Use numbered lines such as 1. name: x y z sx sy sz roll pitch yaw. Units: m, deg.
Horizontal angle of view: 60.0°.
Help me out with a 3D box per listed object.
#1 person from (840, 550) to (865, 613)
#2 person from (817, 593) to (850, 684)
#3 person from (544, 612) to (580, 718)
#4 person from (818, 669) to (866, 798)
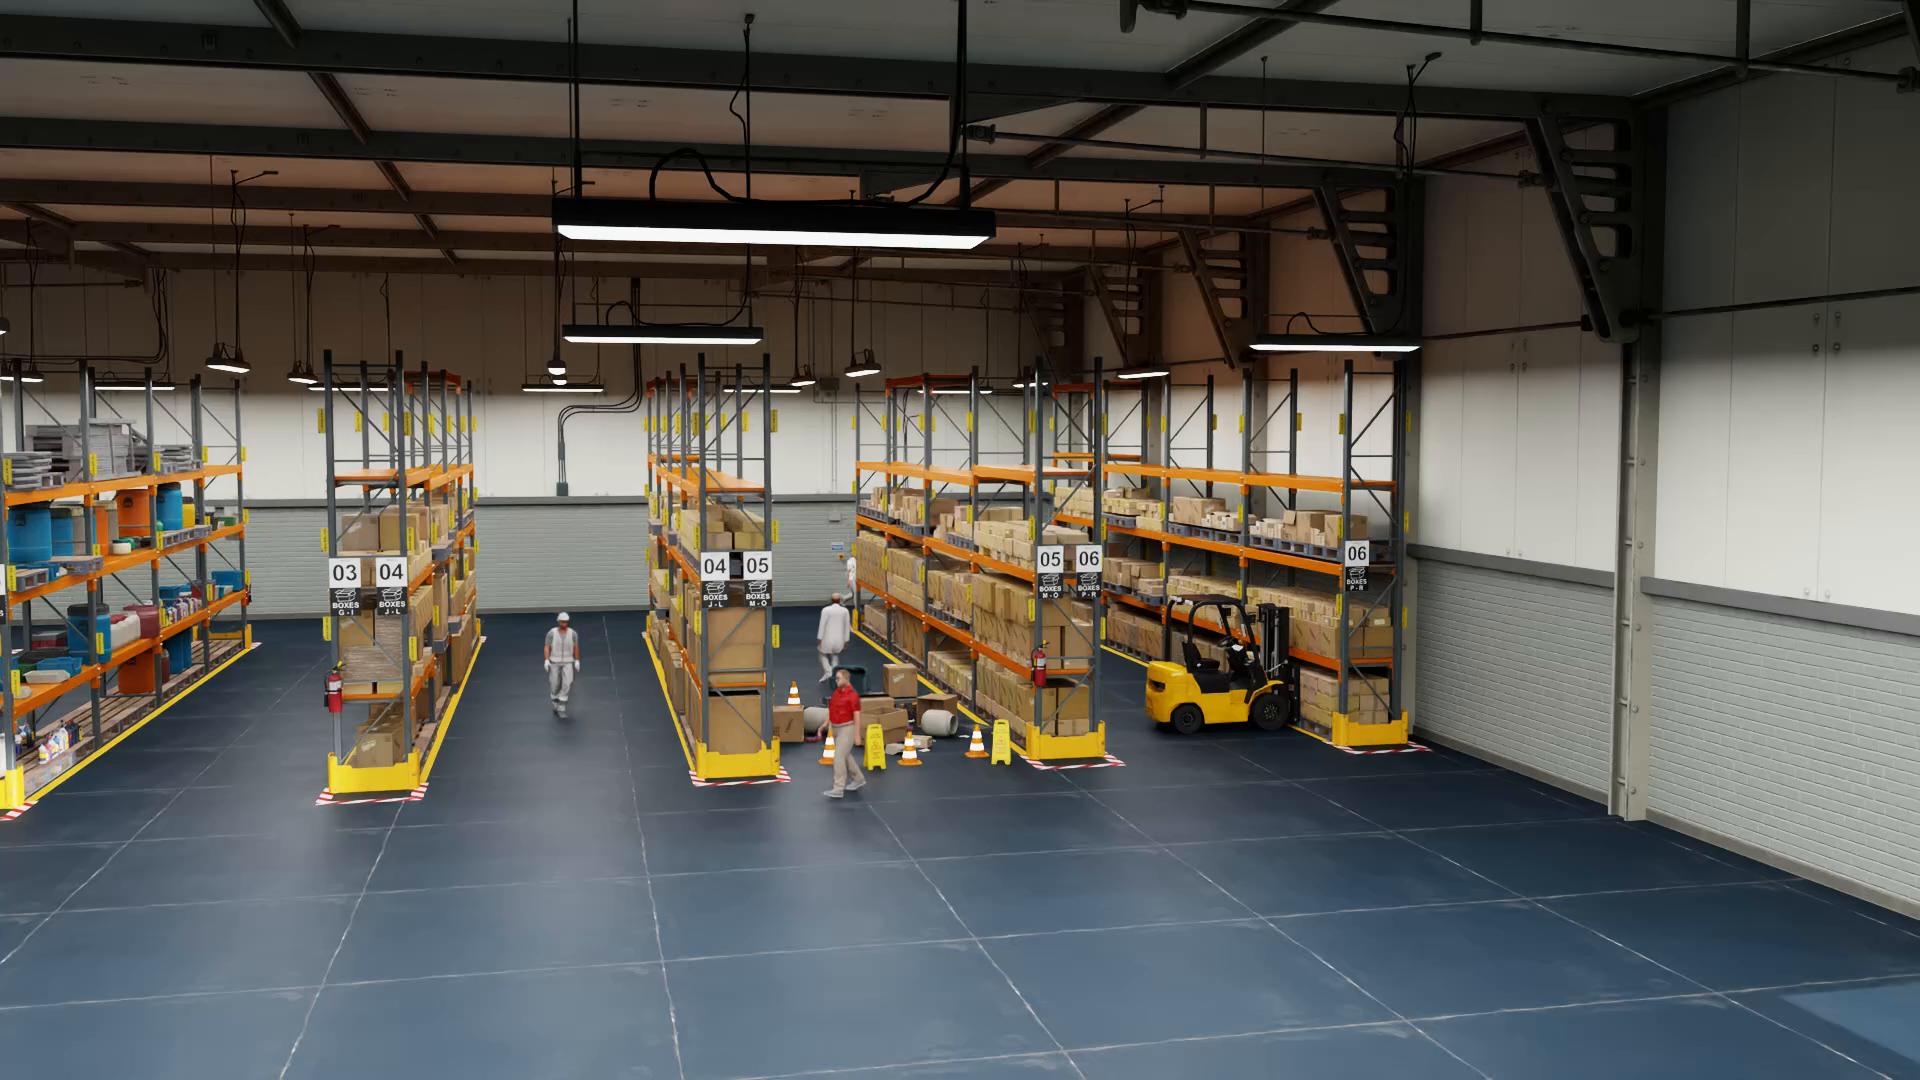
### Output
1. person: -2.846 1.049 44.279 0.903 1.718 0.529 2 4 23
2. person: -2.362 1.829 31.008 0.627 1.693 0.582 -1 4 -14
3. person: -6.852 2.151 28.651 0.635 1.807 0.672 -2 4 -22
4. person: -1.566 2.592 22.430 0.805 1.716 0.547 -3 5 -34
